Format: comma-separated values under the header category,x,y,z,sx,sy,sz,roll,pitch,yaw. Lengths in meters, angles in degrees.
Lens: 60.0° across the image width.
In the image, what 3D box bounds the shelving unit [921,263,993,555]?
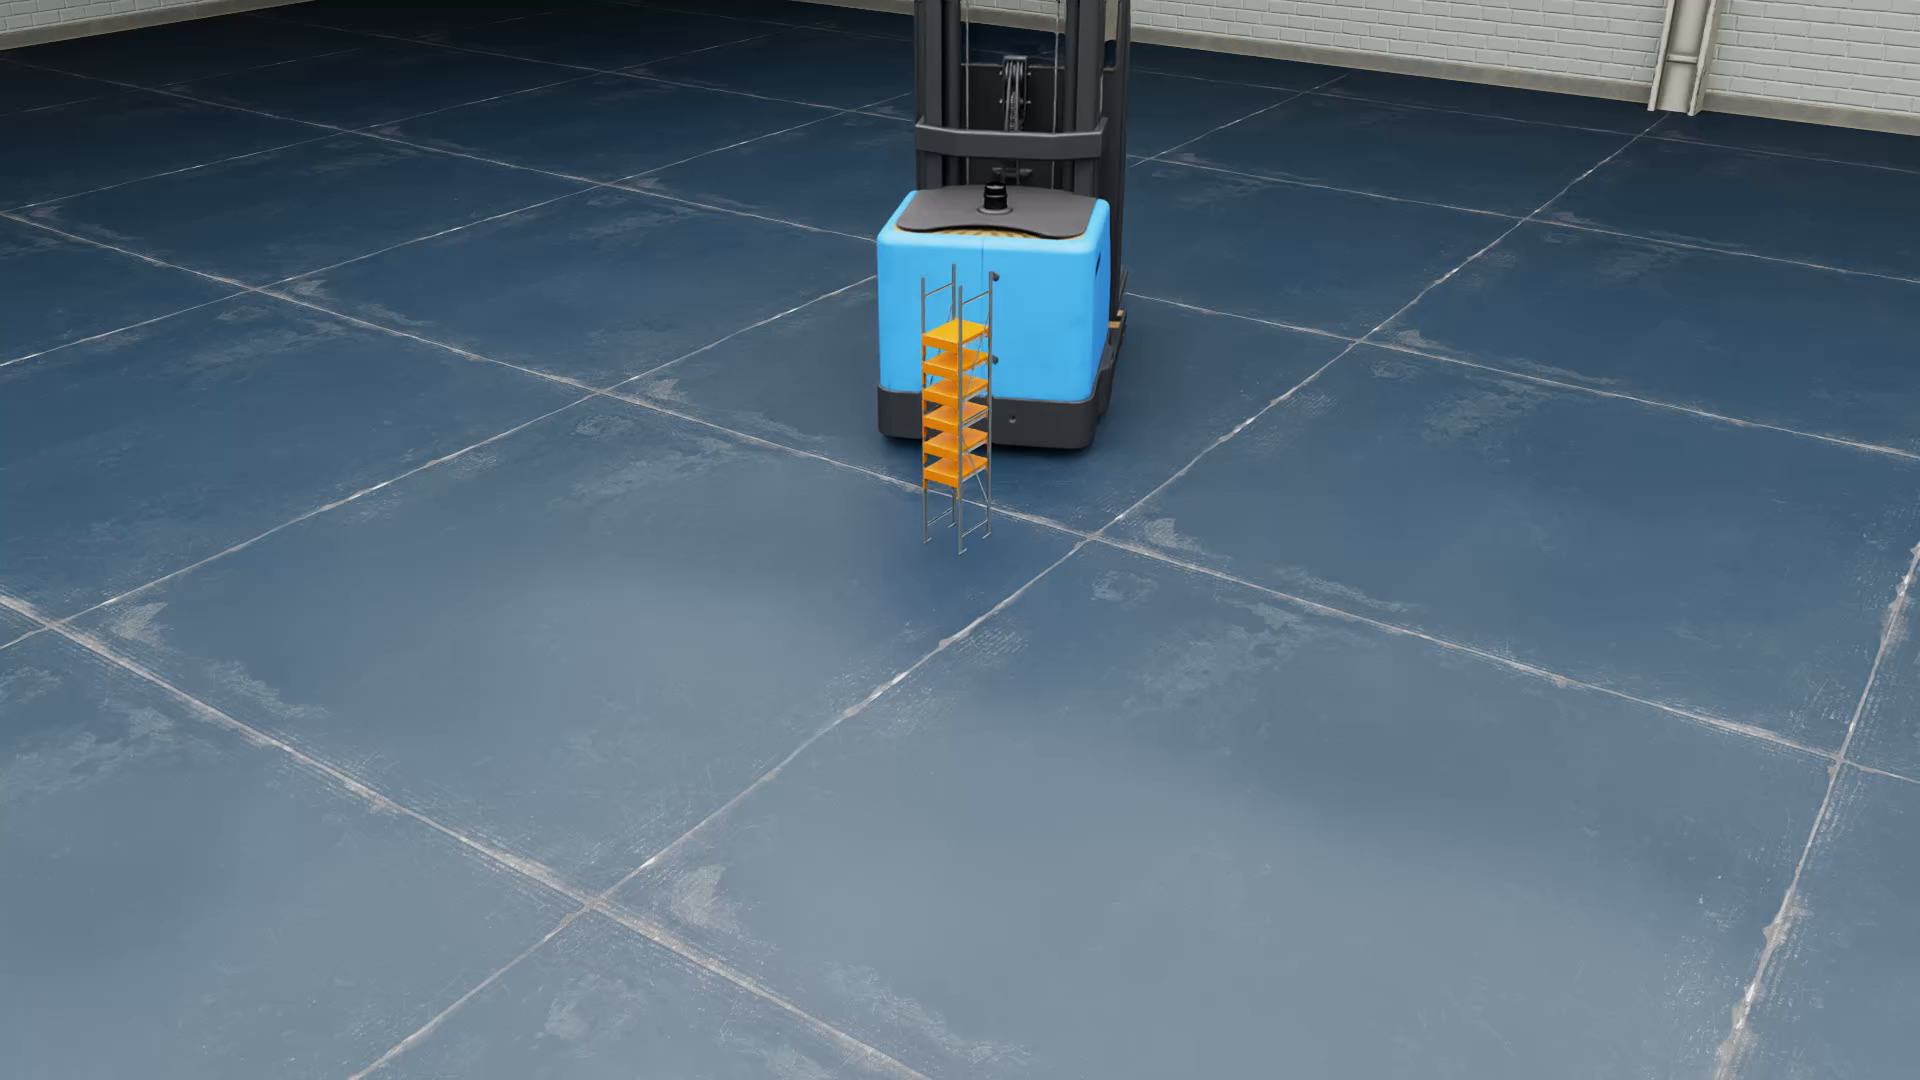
category,x,y,z,sx,sy,sz,roll,pitch,yaw
shelving unit,-0.012,-0.538,6.985,0.189,1.200,0.258,17,32,30

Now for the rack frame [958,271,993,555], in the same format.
category,x,y,z,sx,sy,sz,roll,pitch,yaw
rack frame,0.063,-0.515,6.939,0.006,1.200,0.240,17,32,30

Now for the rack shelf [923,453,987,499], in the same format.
category,x,y,z,sx,sy,sz,roll,pitch,yaw
rack shelf,-0.012,-0.285,7.114,0.180,0.103,0.258,17,32,30

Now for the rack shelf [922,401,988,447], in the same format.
category,x,y,z,sx,sy,sz,roll,pitch,yaw
rack shelf,-0.012,-0.499,7.005,0.180,0.103,0.258,17,32,30

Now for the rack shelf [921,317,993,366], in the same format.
category,x,y,z,sx,sy,sz,roll,pitch,yaw
rack shelf,-0.012,-0.820,6.842,0.180,0.103,0.258,17,32,30

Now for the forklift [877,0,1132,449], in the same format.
category,x,y,z,sx,sy,sz,roll,pitch,yaw
forklift,0.353,-2.386,8.706,1.130,2.935,3.031,4,27,9

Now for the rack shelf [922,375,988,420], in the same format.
category,x,y,z,sx,sy,sz,roll,pitch,yaw
rack shelf,-0.012,-0.606,6.951,0.180,0.103,0.258,17,32,30

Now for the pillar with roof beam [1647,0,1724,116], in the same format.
category,x,y,z,sx,sy,sz,roll,pitch,yaw
pillar with roof beam,3.902,-6.218,9.547,0.400,9.000,9.100,17,32,30

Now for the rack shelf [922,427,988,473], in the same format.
category,x,y,z,sx,sy,sz,roll,pitch,yaw
rack shelf,-0.012,-0.392,7.060,0.180,0.103,0.258,17,32,30

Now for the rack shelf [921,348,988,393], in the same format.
category,x,y,z,sx,sy,sz,roll,pitch,yaw
rack shelf,-0.012,-0.713,6.896,0.180,0.103,0.258,17,32,30

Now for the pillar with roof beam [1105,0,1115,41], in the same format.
category,x,y,z,sx,sy,sz,roll,pitch,yaw
pillar with roof beam,-1.043,-7.759,12.575,0.400,9.000,9.100,17,32,30

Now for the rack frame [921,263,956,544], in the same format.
category,x,y,z,sx,sy,sz,roll,pitch,yaw
rack frame,-0.087,-0.562,7.031,0.006,1.200,0.240,17,32,30
